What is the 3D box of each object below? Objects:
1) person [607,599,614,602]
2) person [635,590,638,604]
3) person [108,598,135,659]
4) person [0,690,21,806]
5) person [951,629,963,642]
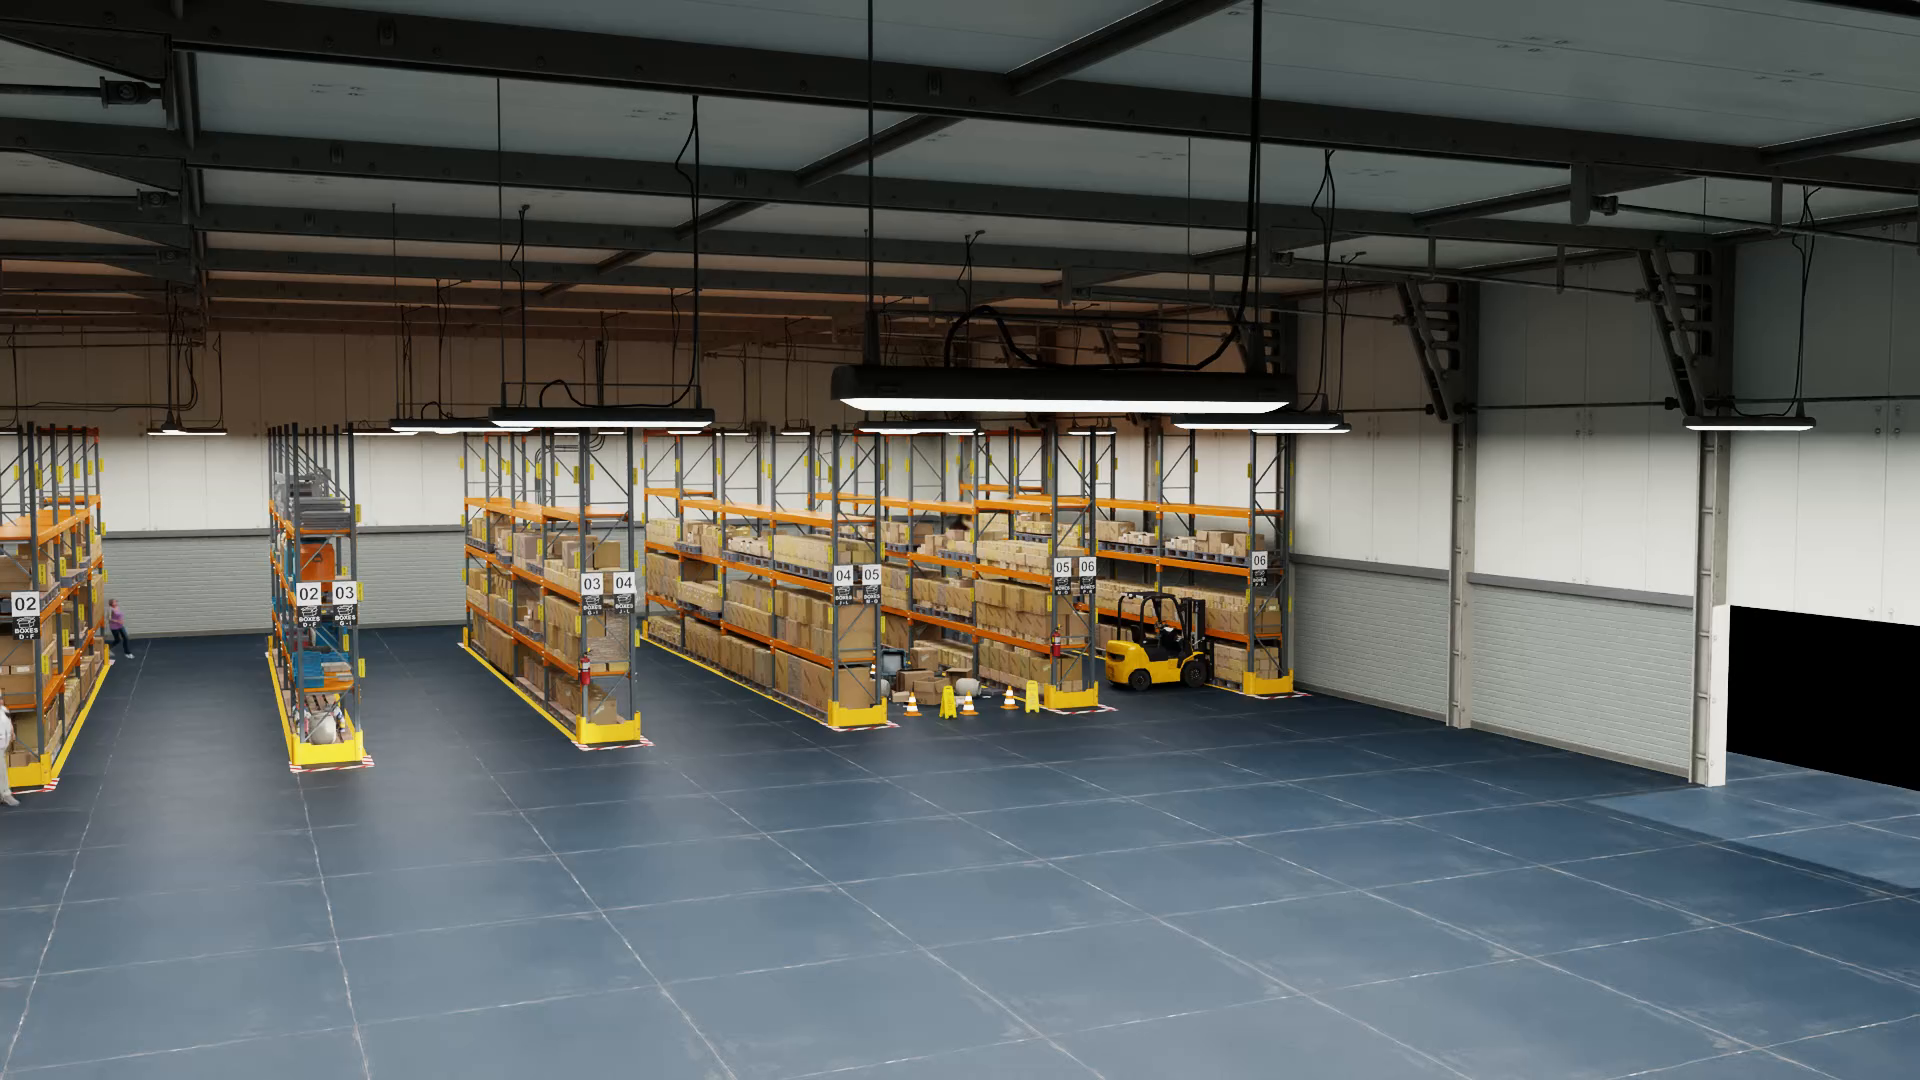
[{"bbox_3d":[-9.922,1.963,47.966,0.593,1.728,0.828,1,4,20],"label":"person"},{"bbox_3d":[-9.628,1.945,48.588,0.674,1.629,0.576,3,4,38],"label":"person"},{"bbox_3d":[-21.846,2.307,43.081,0.792,1.567,0.560,1,4,10],"label":"person"},{"bbox_3d":[-15.142,3.240,26.105,0.927,1.794,0.678,0,4,7],"label":"person"},{"bbox_3d":[-0.094,2.088,46.027,0.618,1.694,0.815,-2,4,-31],"label":"person"}]
